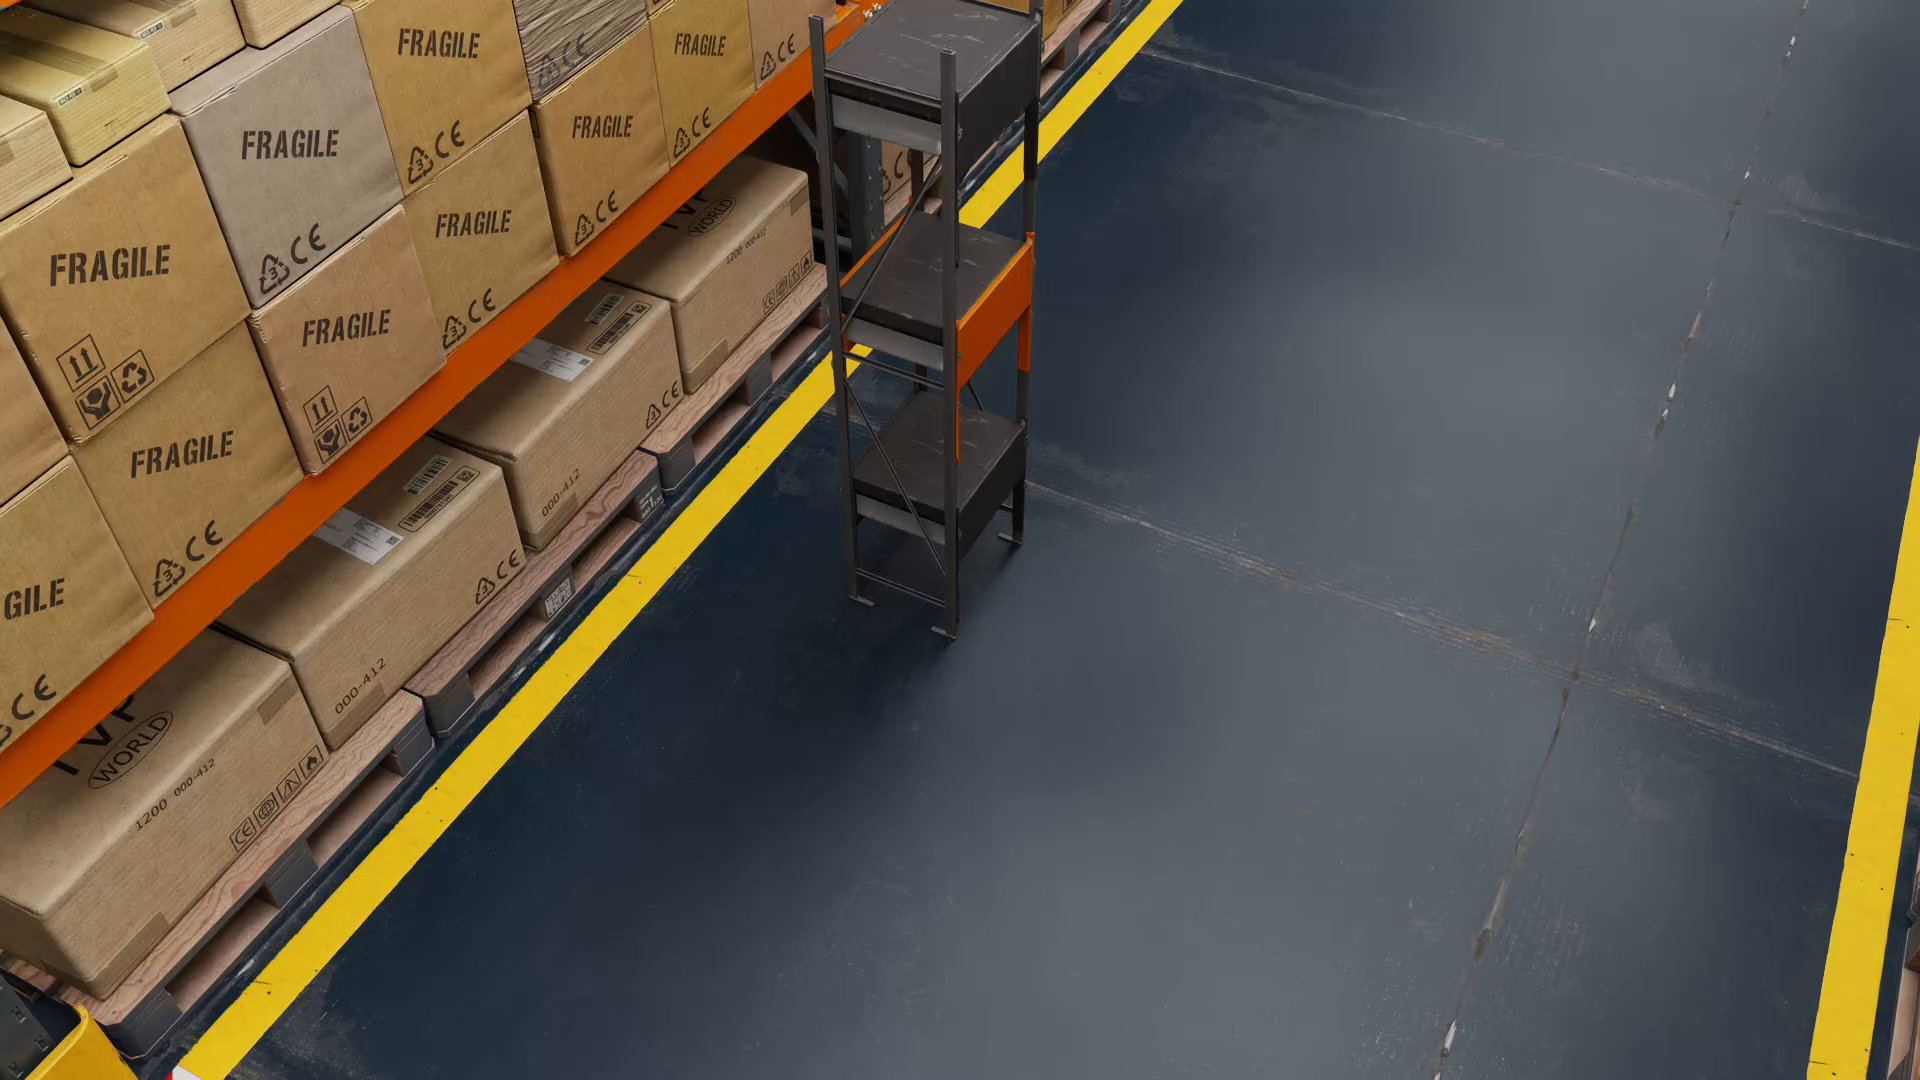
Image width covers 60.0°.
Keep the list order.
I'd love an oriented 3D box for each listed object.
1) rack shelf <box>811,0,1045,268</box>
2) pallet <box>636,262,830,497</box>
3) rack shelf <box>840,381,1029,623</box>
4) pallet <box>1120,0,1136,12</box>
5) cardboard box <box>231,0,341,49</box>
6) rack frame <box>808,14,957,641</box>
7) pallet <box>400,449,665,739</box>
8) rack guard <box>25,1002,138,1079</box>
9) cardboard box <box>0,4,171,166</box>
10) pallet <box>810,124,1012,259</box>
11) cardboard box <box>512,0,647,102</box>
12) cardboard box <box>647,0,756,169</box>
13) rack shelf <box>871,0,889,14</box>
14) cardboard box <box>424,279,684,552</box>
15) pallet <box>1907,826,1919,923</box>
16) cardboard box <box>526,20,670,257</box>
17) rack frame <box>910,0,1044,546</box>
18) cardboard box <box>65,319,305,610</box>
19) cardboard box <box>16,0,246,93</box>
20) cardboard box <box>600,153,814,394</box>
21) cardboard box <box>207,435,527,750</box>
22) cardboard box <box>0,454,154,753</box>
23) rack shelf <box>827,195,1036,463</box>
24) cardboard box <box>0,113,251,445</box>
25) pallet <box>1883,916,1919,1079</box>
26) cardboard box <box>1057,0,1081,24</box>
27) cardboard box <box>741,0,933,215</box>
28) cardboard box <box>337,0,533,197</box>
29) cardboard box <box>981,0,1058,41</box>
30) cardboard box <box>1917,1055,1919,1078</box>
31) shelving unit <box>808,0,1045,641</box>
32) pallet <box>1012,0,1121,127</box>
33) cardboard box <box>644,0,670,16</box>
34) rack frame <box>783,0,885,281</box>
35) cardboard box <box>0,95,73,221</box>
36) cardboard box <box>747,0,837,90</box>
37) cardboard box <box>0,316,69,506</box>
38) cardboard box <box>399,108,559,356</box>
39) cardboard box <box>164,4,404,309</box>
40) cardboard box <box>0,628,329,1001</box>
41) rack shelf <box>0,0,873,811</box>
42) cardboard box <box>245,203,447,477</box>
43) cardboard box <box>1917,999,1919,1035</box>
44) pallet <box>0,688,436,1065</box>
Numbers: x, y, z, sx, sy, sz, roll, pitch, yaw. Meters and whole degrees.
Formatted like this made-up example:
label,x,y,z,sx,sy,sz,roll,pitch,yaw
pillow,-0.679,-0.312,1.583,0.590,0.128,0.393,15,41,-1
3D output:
label,x,y,z,sx,sy,sz,roll,pitch,yaw
rack shelf,-0.077,-1.116,4.412,0.431,0.518,0.480,20,49,19
pallet,-1.187,-0.764,6.357,1.003,0.211,1.213,20,49,19
rack shelf,-0.077,-0.132,5.408,0.431,0.518,0.480,20,49,19
pallet,0.660,-3.266,8.829,1.003,0.211,1.213,20,49,19
cardboard box,-1.596,-1.237,3.634,0.380,0.149,0.250,21,49,19
rack frame,-0.190,-0.480,4.748,0.400,2.100,0.015,20,49,19
pallet,-1.752,0.007,5.595,1.003,0.211,1.213,20,49,19
rack guard,-2.632,1.216,4.197,1.175,0.500,0.348,20,49,19
cardboard box,-1.824,-0.911,3.312,0.380,0.149,0.250,19,48,18
pallet,-0.473,-1.729,7.310,1.003,0.211,1.213,20,49,19
cardboard box,-1.209,-1.555,4.405,0.500,0.500,0.500,21,49,20
cardboard box,-0.987,-1.530,5.083,0.500,0.500,0.500,19,48,18
rack shelf,0.164,-3.205,7.314,1.077,0.370,4.000,20,49,19
cardboard box,-1.566,-0.521,5.662,0.875,0.438,0.875,19,48,18
pallet,3.387,0.788,4.823,1.003,0.211,1.213,20,49,19
cardboard box,-1.208,-1.209,4.765,0.500,0.500,0.500,20,49,18
rack frame,0.036,-0.788,5.052,0.400,2.100,0.015,20,49,19
cardboard box,-1.934,-0.249,3.816,0.500,0.500,0.500,20,49,19
cardboard box,-1.749,-1.094,3.493,0.380,0.149,0.250,21,49,19
cardboard box,-1.151,-1.085,6.219,0.875,0.438,0.875,20,49,19
cardboard box,-1.986,0.047,5.101,0.875,0.438,0.875,22,49,20
cardboard box,-2.144,0.079,3.492,0.500,0.500,0.500,20,49,19
rack shelf,-0.077,-0.624,4.910,0.431,0.518,0.480,20,49,19
cardboard box,-1.912,-0.601,3.461,0.500,0.500,0.500,19,48,18
pallet,2.821,1.559,4.060,1.003,0.211,1.213,20,49,19
cardboard box,0.281,-3.150,7.953,0.875,0.875,0.875,21,49,20
cardboard box,-0.547,-2.016,6.832,0.875,0.875,0.875,22,49,20
cardboard box,-1.449,-1.242,4.095,0.500,0.500,0.500,21,49,19
cardboard box,-0.135,-2.587,7.397,0.875,0.875,0.875,22,49,20
cardboard box,2.510,1.220,3.936,0.380,0.149,0.250,21,49,19
shelving unit,-0.077,-0.634,4.900,0.431,2.100,0.503,20,49,19
pallet,0.092,-2.500,8.072,1.003,0.211,1.213,20,49,19
cardboard box,-0.981,-1.879,4.725,0.500,0.500,0.500,20,49,18
rack frame,-0.764,-2.198,5.813,1.000,3.000,0.127,20,49,19
cardboard box,-1.930,-0.739,3.142,0.380,0.149,0.250,22,49,20
cardboard box,-0.753,-1.856,5.405,0.500,0.500,0.500,21,49,19
cardboard box,-2.146,-0.273,3.137,0.500,0.500,0.500,19,48,18
cardboard box,-1.464,-0.884,4.445,0.500,0.500,0.500,22,49,20
cardboard box,-1.680,-0.928,3.784,0.500,0.500,0.500,20,49,19
cardboard box,-2.403,0.626,4.528,0.875,0.438,0.875,19,48,18
rack shelf,-1.693,-0.685,4.824,1.077,0.370,4.000,20,49,19
cardboard box,-1.682,-0.563,4.127,0.500,0.500,0.500,20,49,19
cardboard box,2.647,1.181,4.182,0.380,0.149,0.250,19,48,18
pallet,-2.319,0.773,4.838,1.003,0.211,1.213,20,49,19
